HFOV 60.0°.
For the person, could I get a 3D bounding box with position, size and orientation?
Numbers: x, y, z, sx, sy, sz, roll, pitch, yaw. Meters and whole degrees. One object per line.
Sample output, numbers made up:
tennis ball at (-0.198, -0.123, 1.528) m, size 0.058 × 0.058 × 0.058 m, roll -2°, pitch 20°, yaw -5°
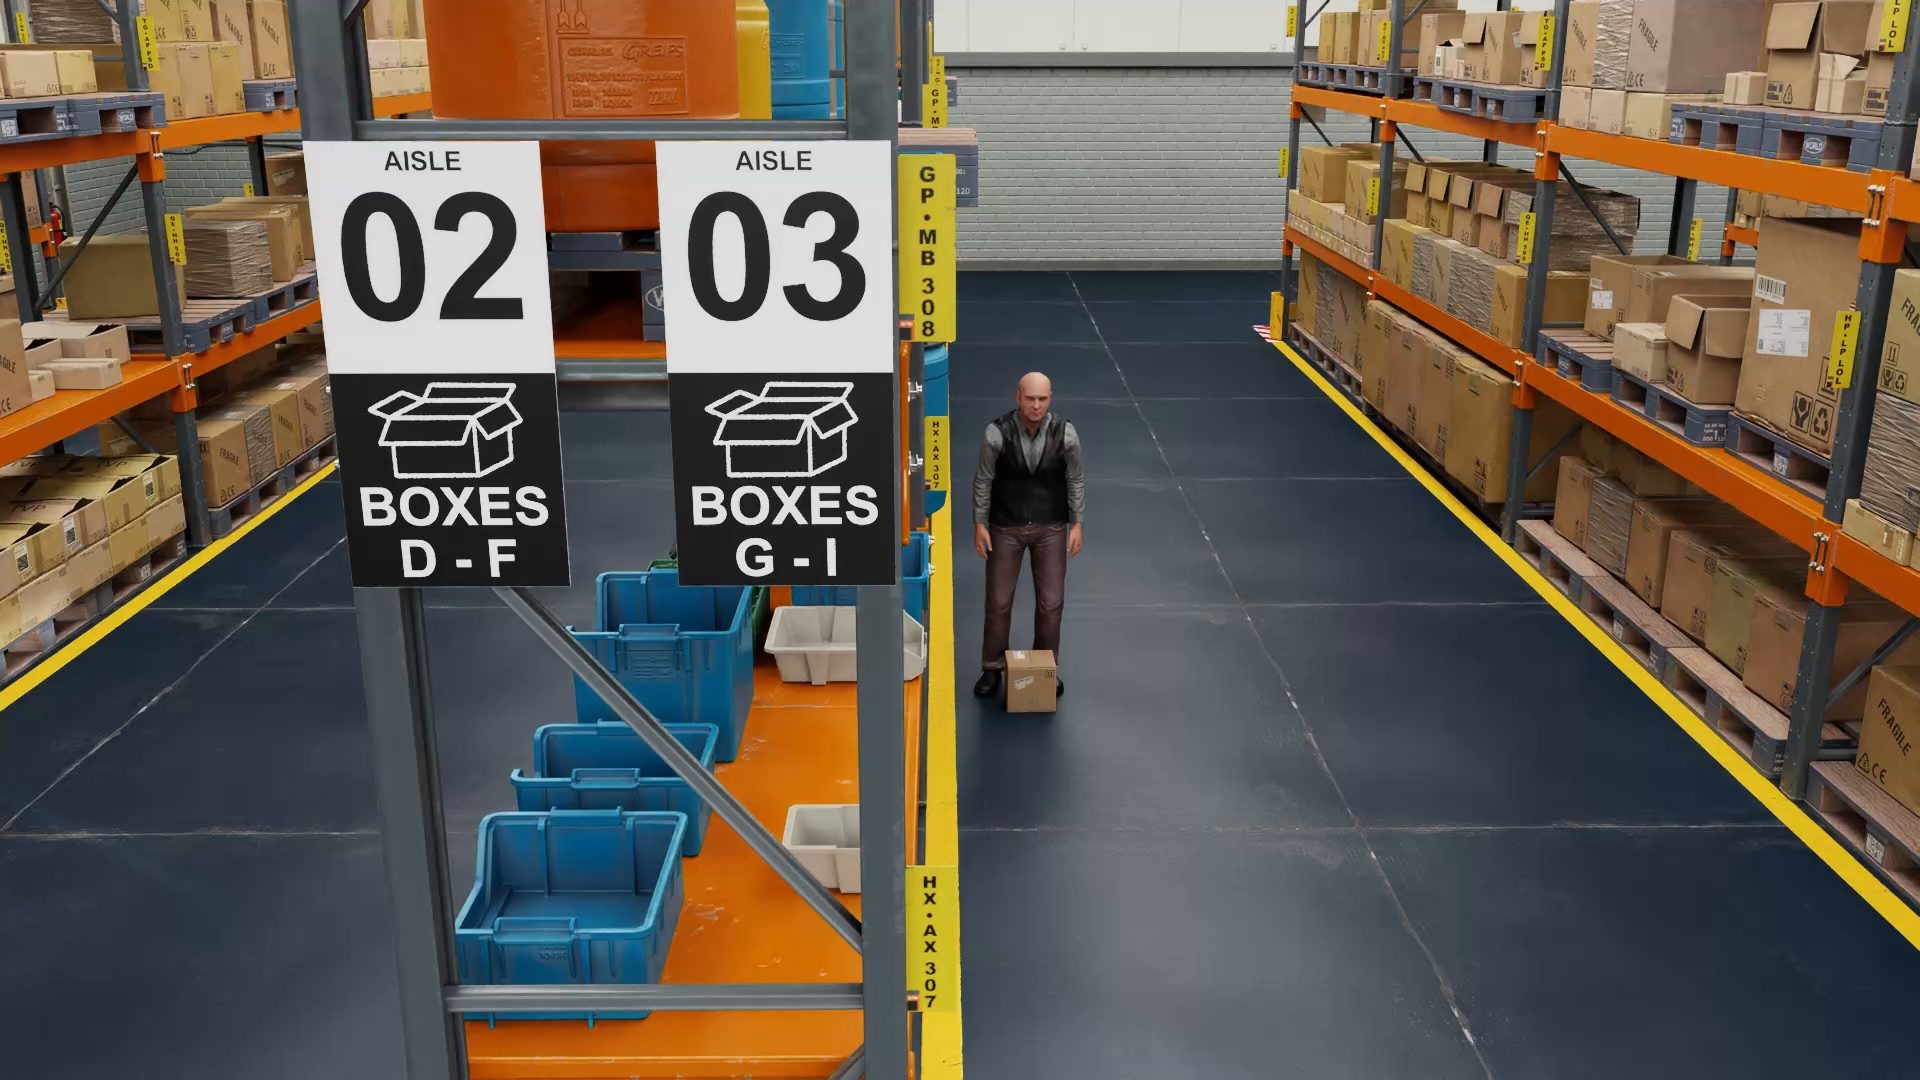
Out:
person at (0.358, -0.049, 8.743) m, size 0.588 × 1.721 × 0.411 m, roll -1°, pitch 17°, yaw -2°
